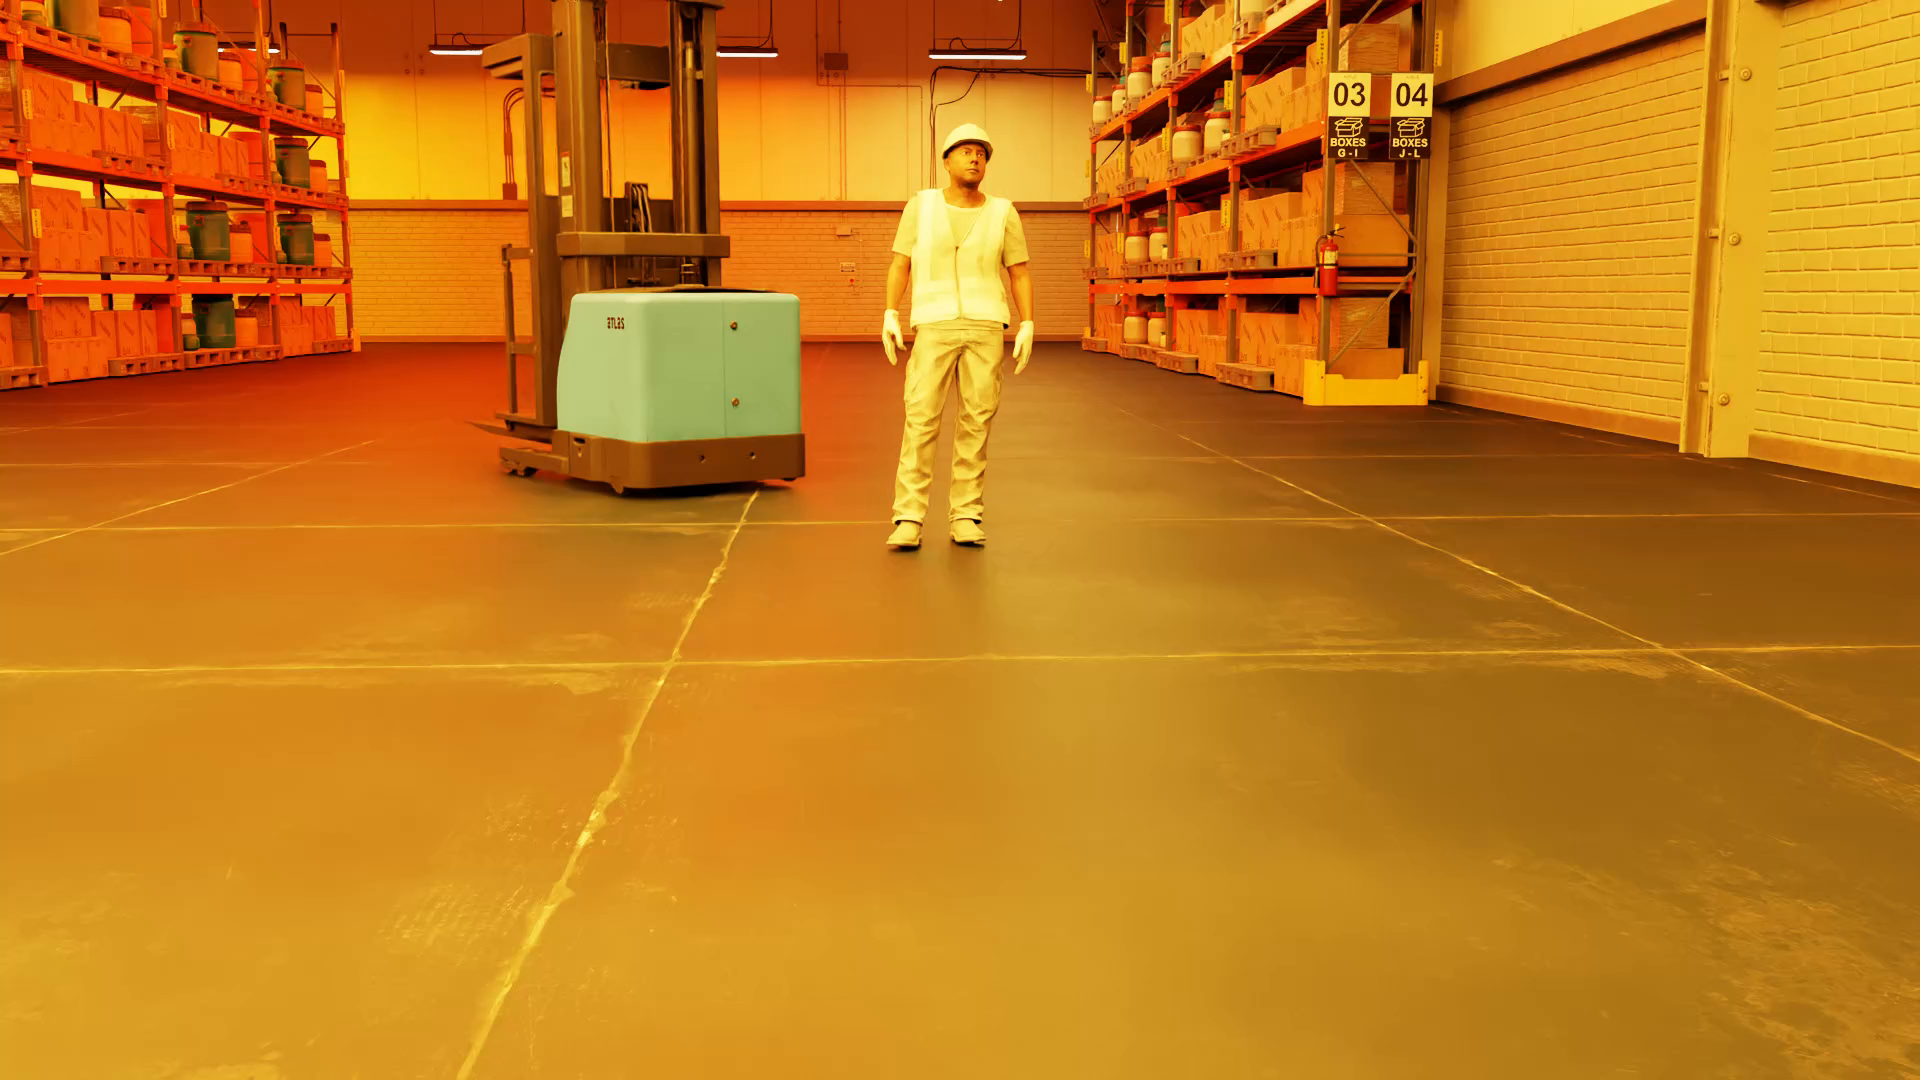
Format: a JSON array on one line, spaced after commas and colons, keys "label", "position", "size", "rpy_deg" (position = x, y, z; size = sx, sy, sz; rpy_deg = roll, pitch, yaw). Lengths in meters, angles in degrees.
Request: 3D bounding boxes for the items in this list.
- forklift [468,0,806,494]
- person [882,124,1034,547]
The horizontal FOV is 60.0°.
[{"label": "forklift", "position": [-2.123, -1.864, 9.886], "size": [1.130, 2.935, 3.031], "rpy_deg": [-6, 10, -35]}, {"label": "person", "position": [-0.003, -0.878, 7.106], "size": [0.656, 1.784, 0.575], "rpy_deg": [-1, 8, -4]}]
